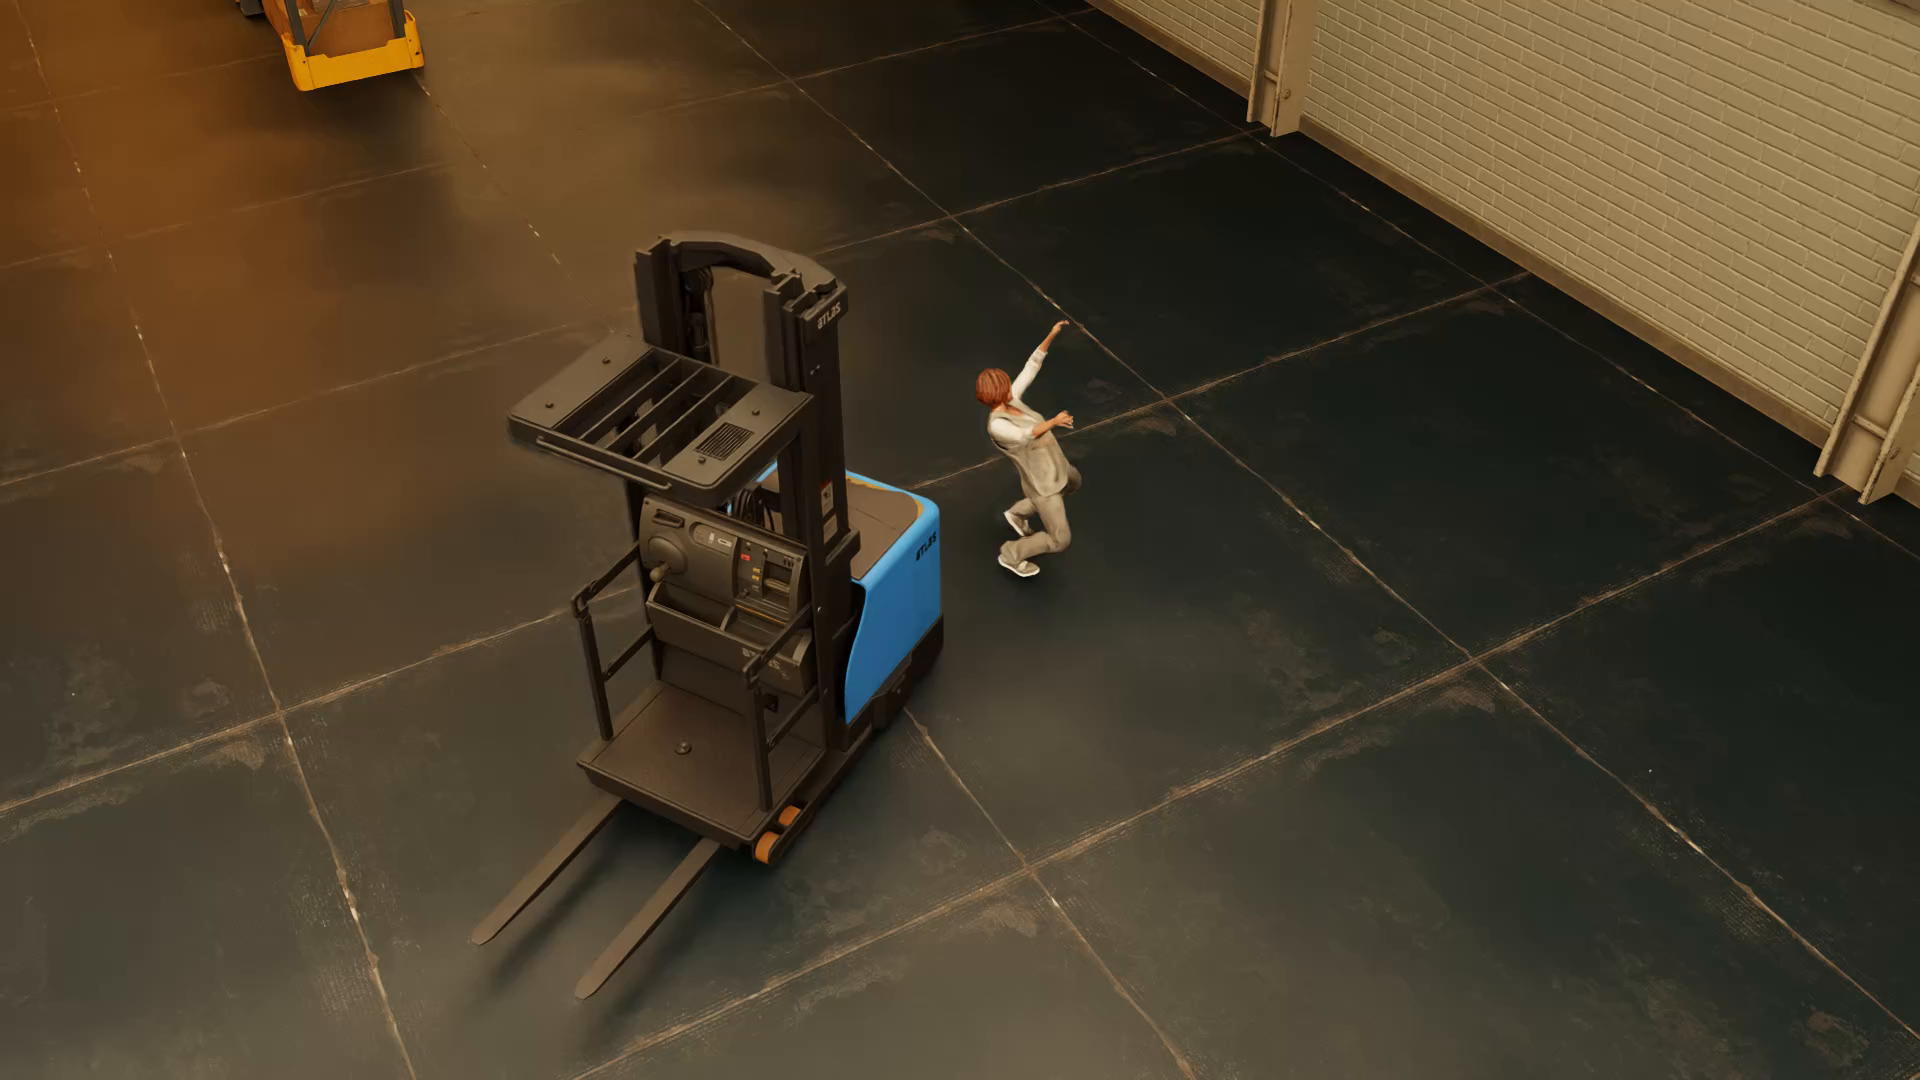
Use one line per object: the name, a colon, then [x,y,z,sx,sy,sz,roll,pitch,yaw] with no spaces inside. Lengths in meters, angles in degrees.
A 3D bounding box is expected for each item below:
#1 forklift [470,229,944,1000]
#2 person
forklift: [-1.251,0.167,7.834,1.130,2.935,3.031,20,44,22]
person: [0.389,-0.437,9.663,0.632,1.506,0.844,4,40,5]
